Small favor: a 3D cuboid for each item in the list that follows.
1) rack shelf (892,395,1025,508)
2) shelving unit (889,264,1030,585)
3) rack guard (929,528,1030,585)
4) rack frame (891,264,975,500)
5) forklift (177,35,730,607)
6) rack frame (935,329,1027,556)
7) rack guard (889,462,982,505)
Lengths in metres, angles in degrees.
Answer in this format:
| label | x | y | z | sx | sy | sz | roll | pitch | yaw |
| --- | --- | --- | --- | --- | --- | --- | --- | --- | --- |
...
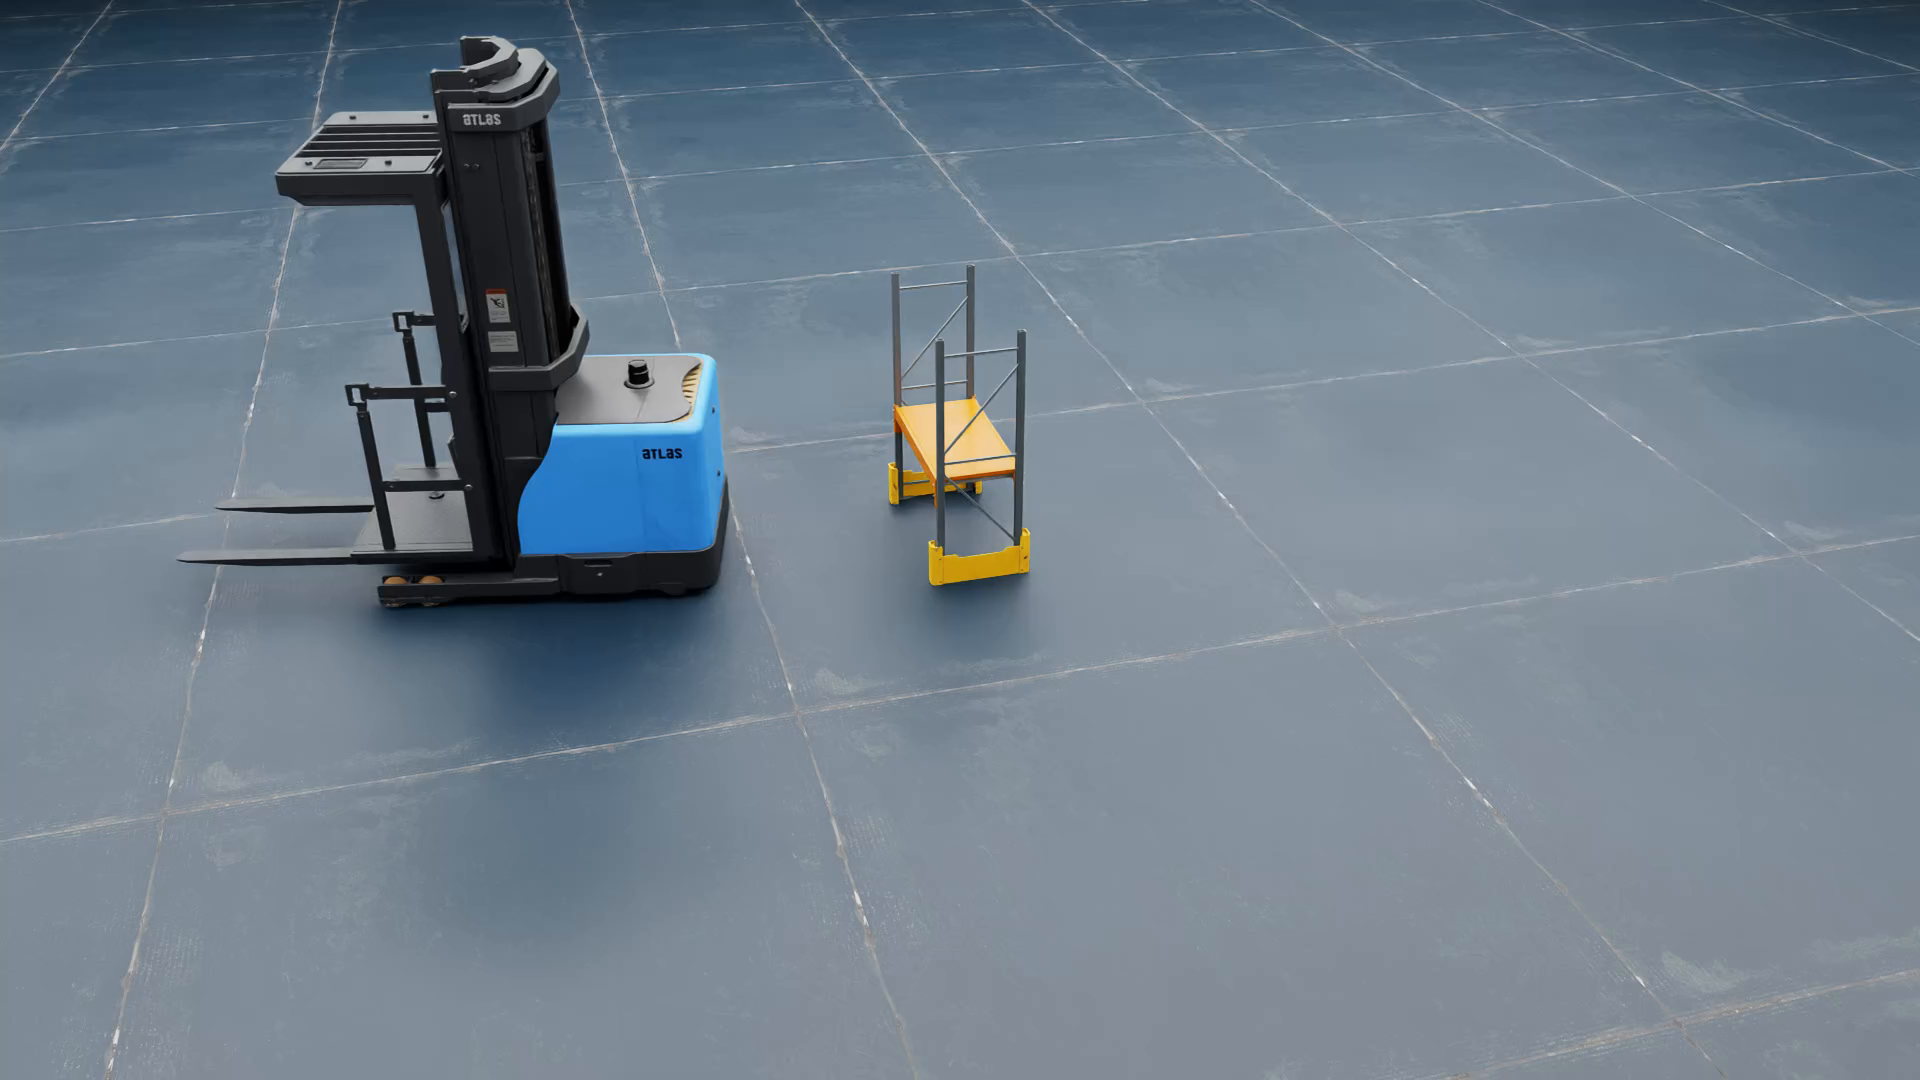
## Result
| label | x | y | z | sx | sy | sz | roll | pitch | yaw |
| --- | --- | --- | --- | --- | --- | --- | --- | --- | --- |
| rack shelf | -0.023 | -0.535 | 9.767 | 0.538 | 0.185 | 1.000 | -8 | 31 | -13 |
| shelving unit | -0.020 | -0.686 | 9.669 | 0.587 | 1.500 | 1.083 | -8 | 31 | -13 |
| rack guard | 0.112 | 0.096 | 9.567 | 0.587 | 0.250 | 0.087 | -8 | 31 | -13 |
| rack frame | -0.158 | -0.936 | 10.101 | 0.500 | 1.500 | 0.032 | -8 | 31 | -13 |
| forklift | -2.907 | -1.165 | 9.068 | 3.031 | 2.935 | 1.130 | -1 | 30 | -2 |
| rack frame | 0.112 | -0.445 | 9.252 | 0.500 | 1.500 | 0.032 | -8 | 31 | -13 |
| rack guard | -0.152 | -0.386 | 10.398 | 0.587 | 0.250 | 0.087 | -8 | 31 | -13 |
